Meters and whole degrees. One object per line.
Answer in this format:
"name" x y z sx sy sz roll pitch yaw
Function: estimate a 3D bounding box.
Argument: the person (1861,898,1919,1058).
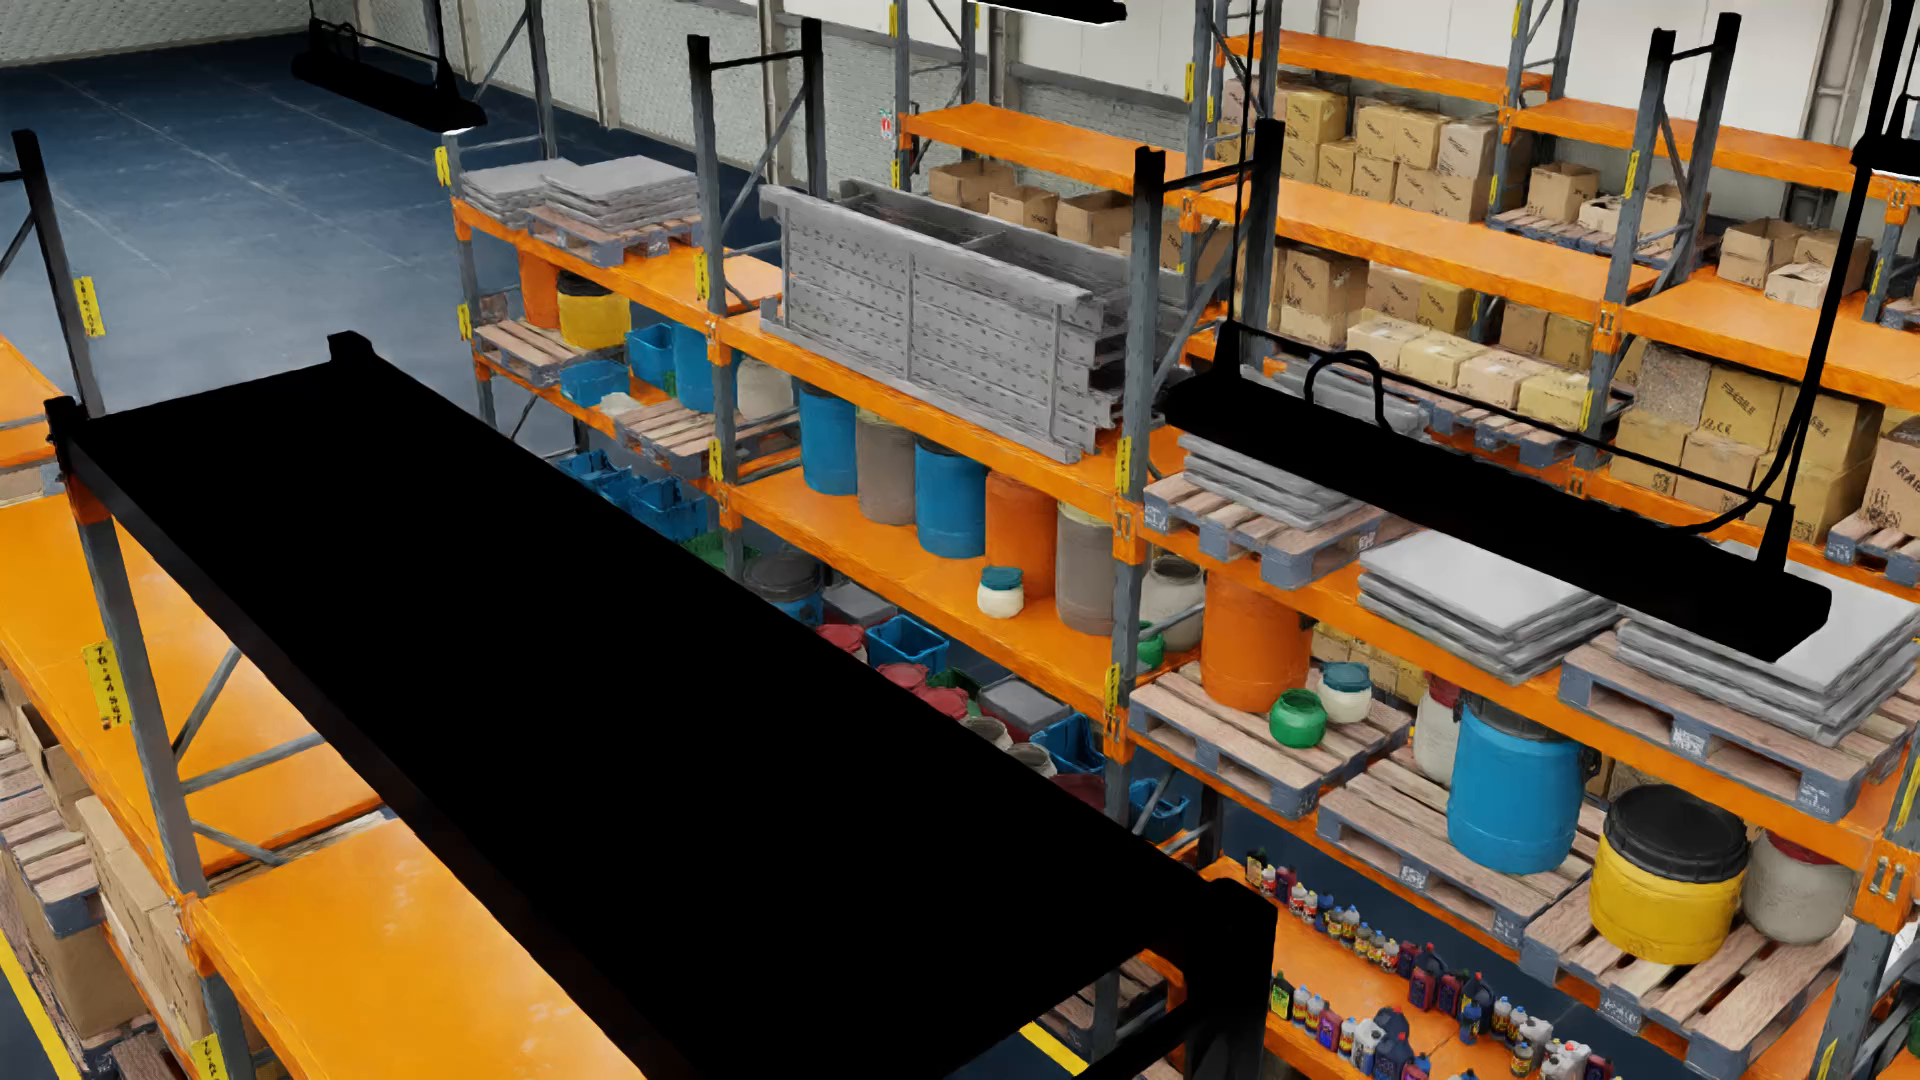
"person" 5.629 2.805 10.157 0.545 1.712 1.040 -22 34 -37

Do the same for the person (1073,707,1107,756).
"person" 1.167 1.395 12.922 0.539 1.715 1.031 -16 31 -28

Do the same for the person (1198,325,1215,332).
"person" 3.063 -2.137 19.997 0.592 1.629 0.523 -23 35 -37
